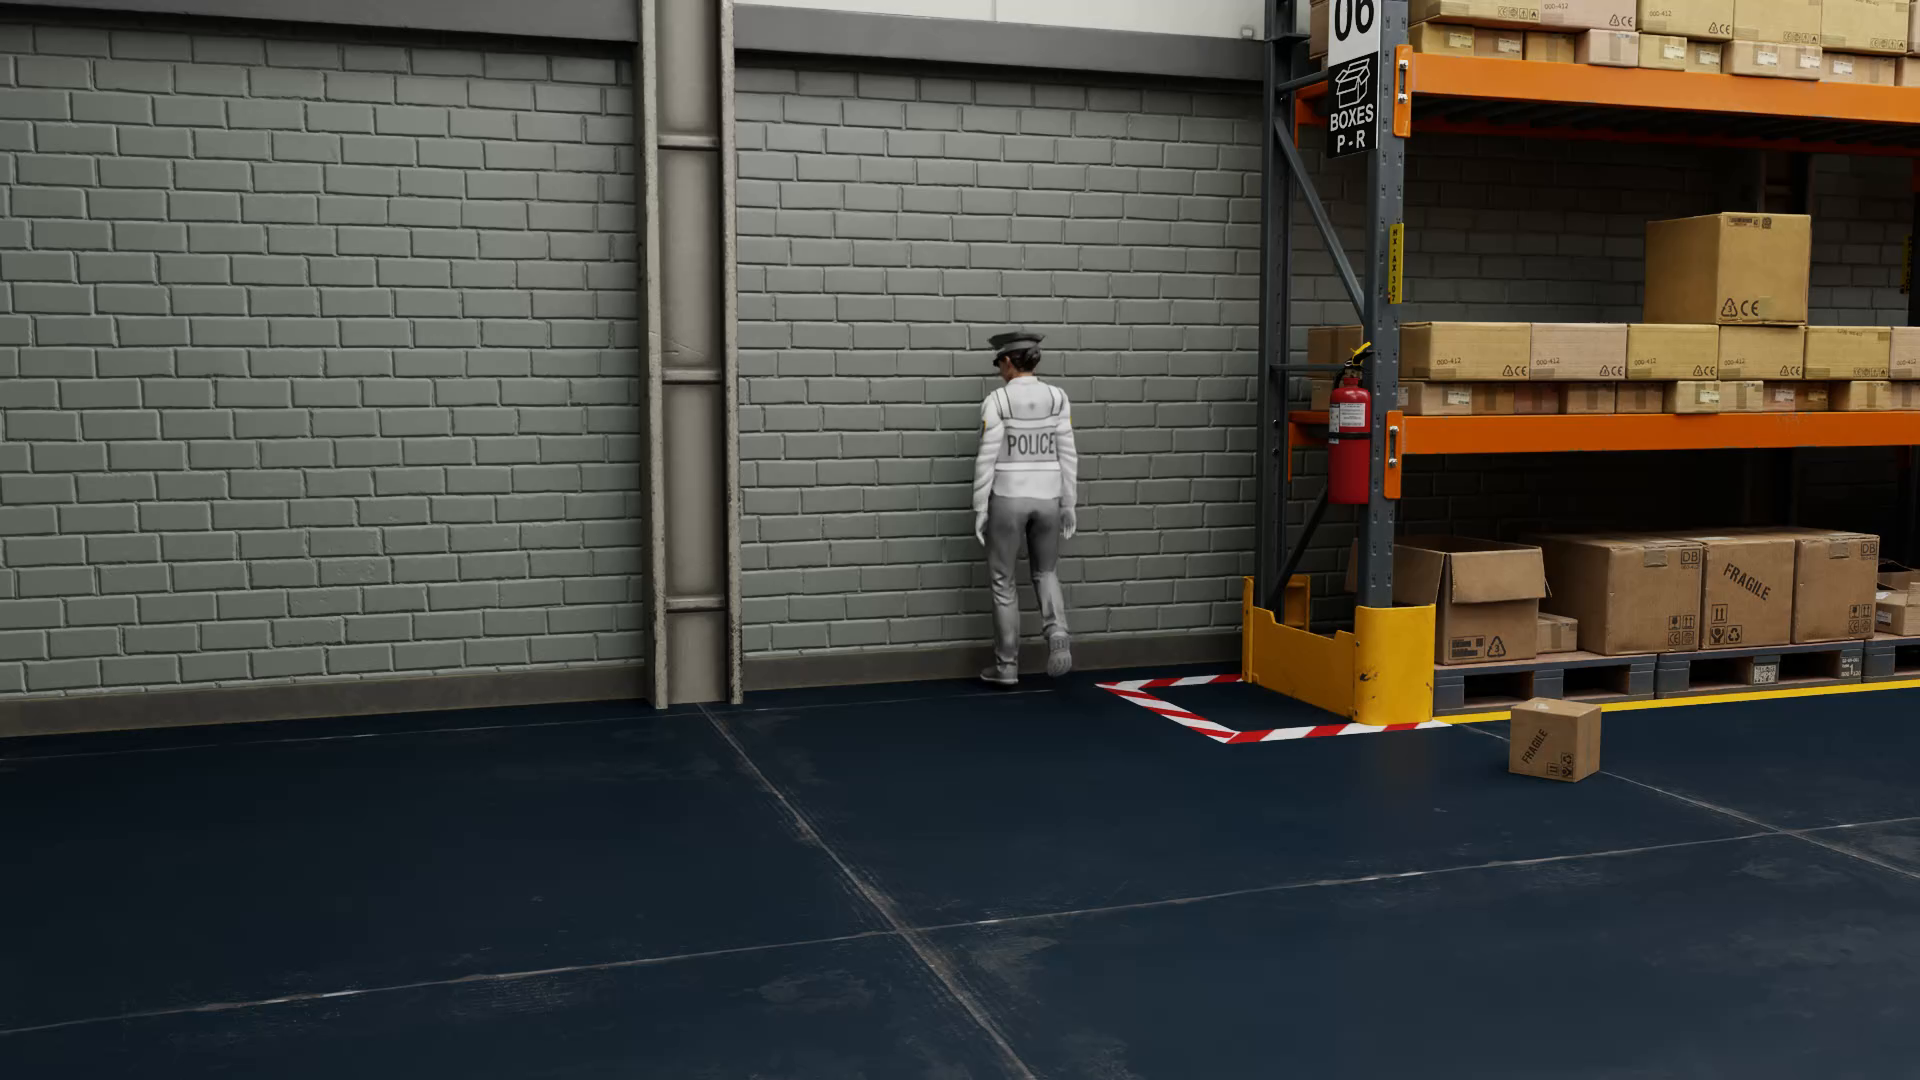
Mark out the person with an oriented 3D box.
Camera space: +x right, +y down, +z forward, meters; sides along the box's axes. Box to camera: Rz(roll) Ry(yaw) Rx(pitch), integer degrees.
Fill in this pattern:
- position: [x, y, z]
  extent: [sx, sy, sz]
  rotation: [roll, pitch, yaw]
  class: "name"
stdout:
- position: [13.505, -1.997, 5.335]
  extent: [23.686, 5.853, 13.965]
  rotation: [-2, 6, -21]
  class: "person"
